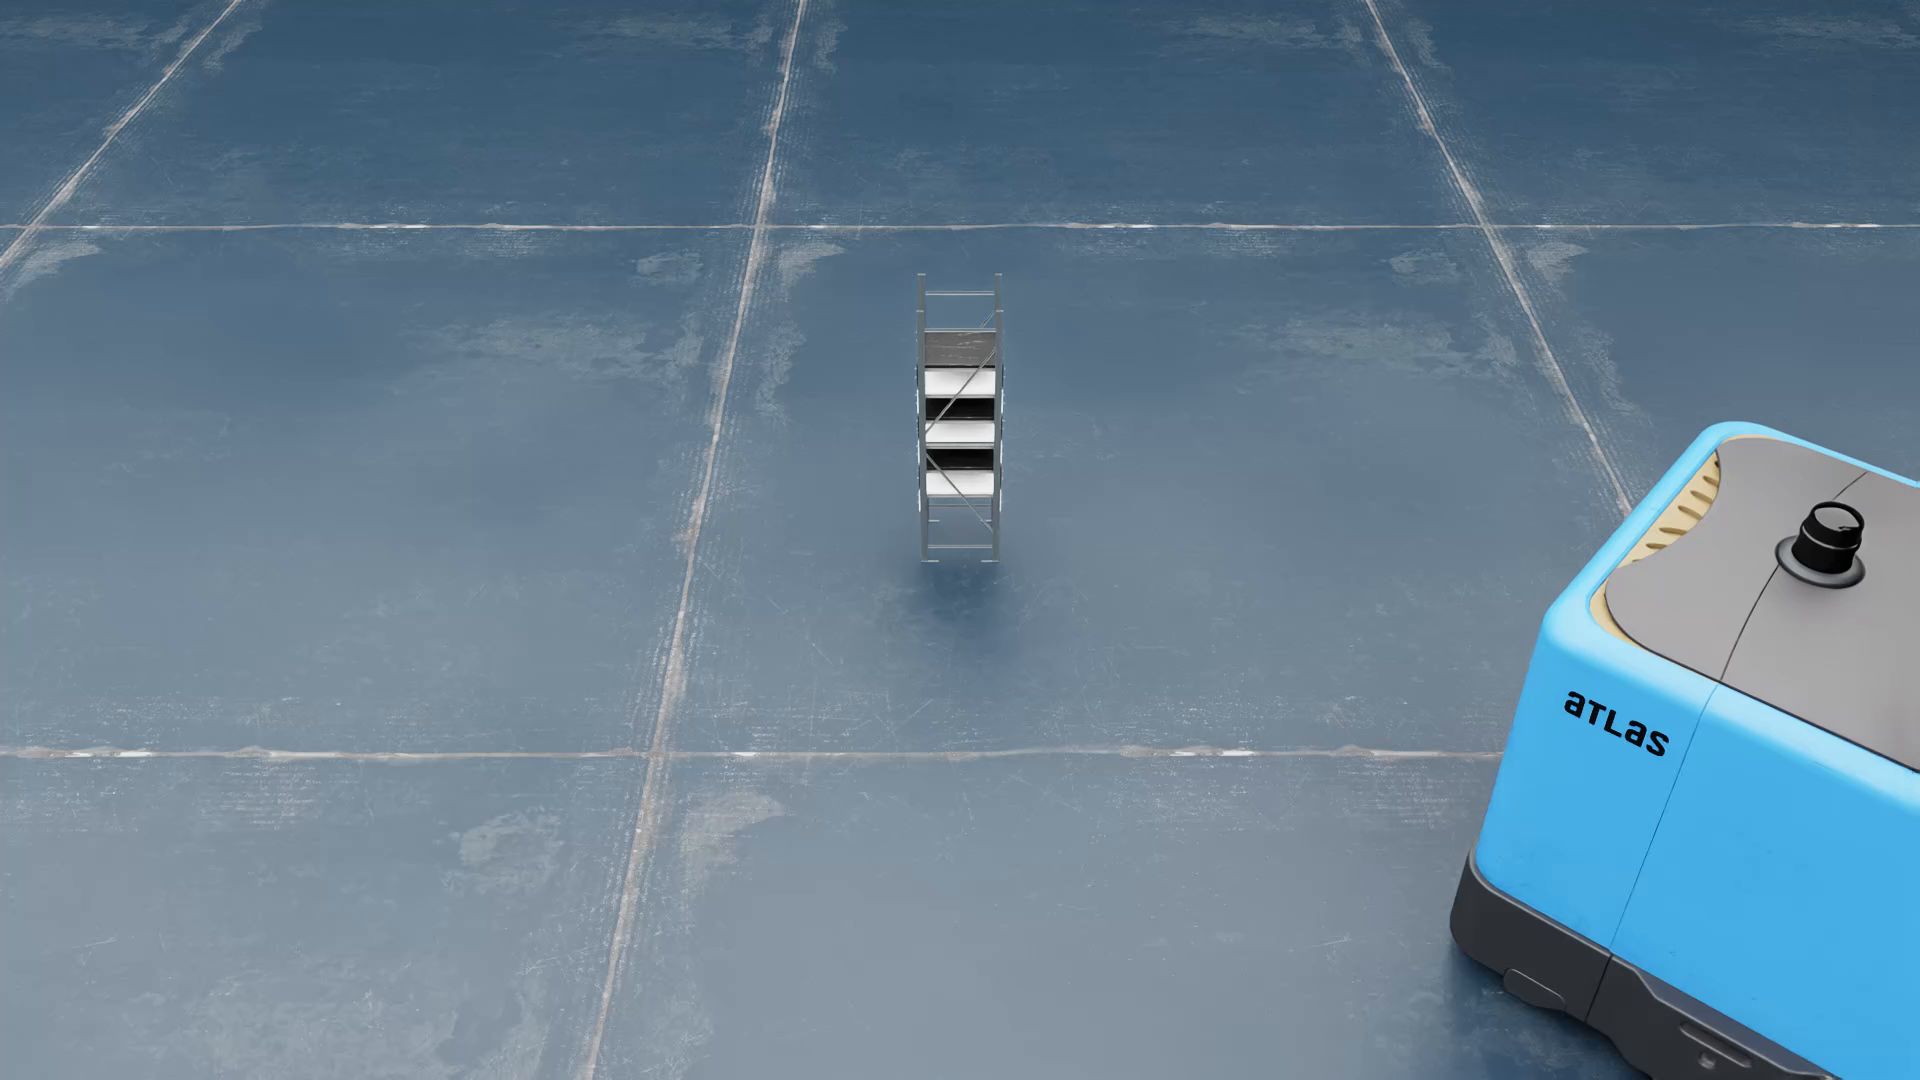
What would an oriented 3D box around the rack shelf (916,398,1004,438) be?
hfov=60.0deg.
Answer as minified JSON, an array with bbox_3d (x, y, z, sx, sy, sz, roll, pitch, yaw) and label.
[{"bbox_3d":[0.000,-0.390,4.927,0.258,0.077,0.200,0,39,0],"label":"rack shelf"}]

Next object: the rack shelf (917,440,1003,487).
[{"bbox_3d":[0.000,-0.250,5.039,0.258,0.077,0.200,0,39,0],"label":"rack shelf"}]

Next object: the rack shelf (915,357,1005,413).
[{"bbox_3d":[0.000,-0.461,4.871,0.258,0.077,0.200,0,39,0],"label":"rack shelf"}]

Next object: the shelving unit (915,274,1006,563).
[{"bbox_3d":[0.000,-0.346,4.962,0.258,0.900,0.210,0,39,0],"label":"shelving unit"}]

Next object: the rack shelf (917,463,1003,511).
[{"bbox_3d":[0.000,-0.180,5.096,0.258,0.077,0.200,0,39,0],"label":"rack shelf"}]

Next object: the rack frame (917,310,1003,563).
[{"bbox_3d":[0.000,-0.282,4.883,0.240,0.900,0.006,0,39,0],"label":"rack frame"}]

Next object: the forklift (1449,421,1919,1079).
[{"bbox_3d":[2.621,0.216,2.637,3.031,2.935,1.130,28,46,30],"label":"forklift"}]

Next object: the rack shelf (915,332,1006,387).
[{"bbox_3d":[0.000,-0.531,4.814,0.258,0.077,0.200,0,39,0],"label":"rack shelf"}]

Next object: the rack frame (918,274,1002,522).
[{"bbox_3d":[0.000,-0.410,5.042,0.240,0.900,0.006,0,39,0],"label":"rack frame"}]

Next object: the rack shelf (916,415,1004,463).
[{"bbox_3d":[0.000,-0.320,4.983,0.258,0.077,0.200,0,39,0],"label":"rack shelf"}]
